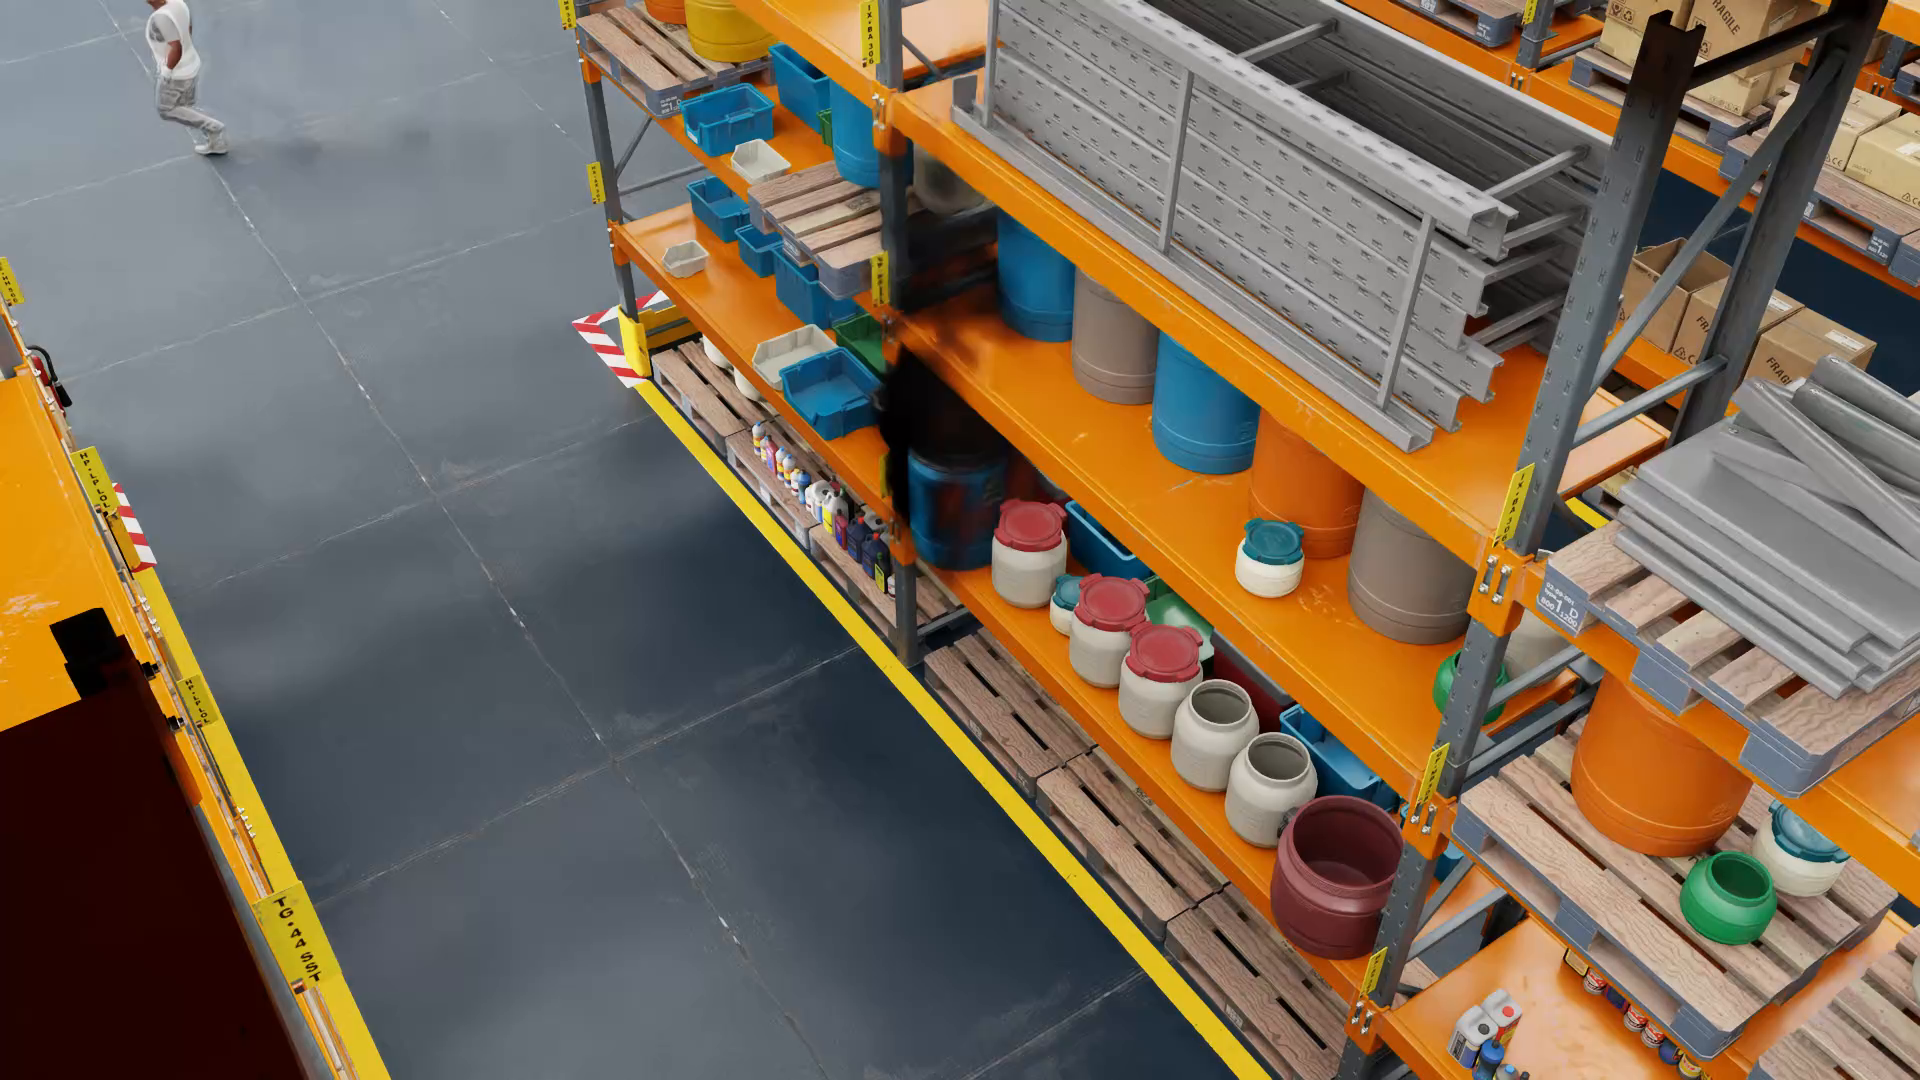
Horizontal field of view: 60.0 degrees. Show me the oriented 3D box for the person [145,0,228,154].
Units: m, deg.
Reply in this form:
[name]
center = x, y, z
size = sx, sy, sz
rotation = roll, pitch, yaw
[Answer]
[person]
center = -7.155, -4.298, 15.152
size = 0.494, 1.740, 0.688
rotation = -3, 43, -3
